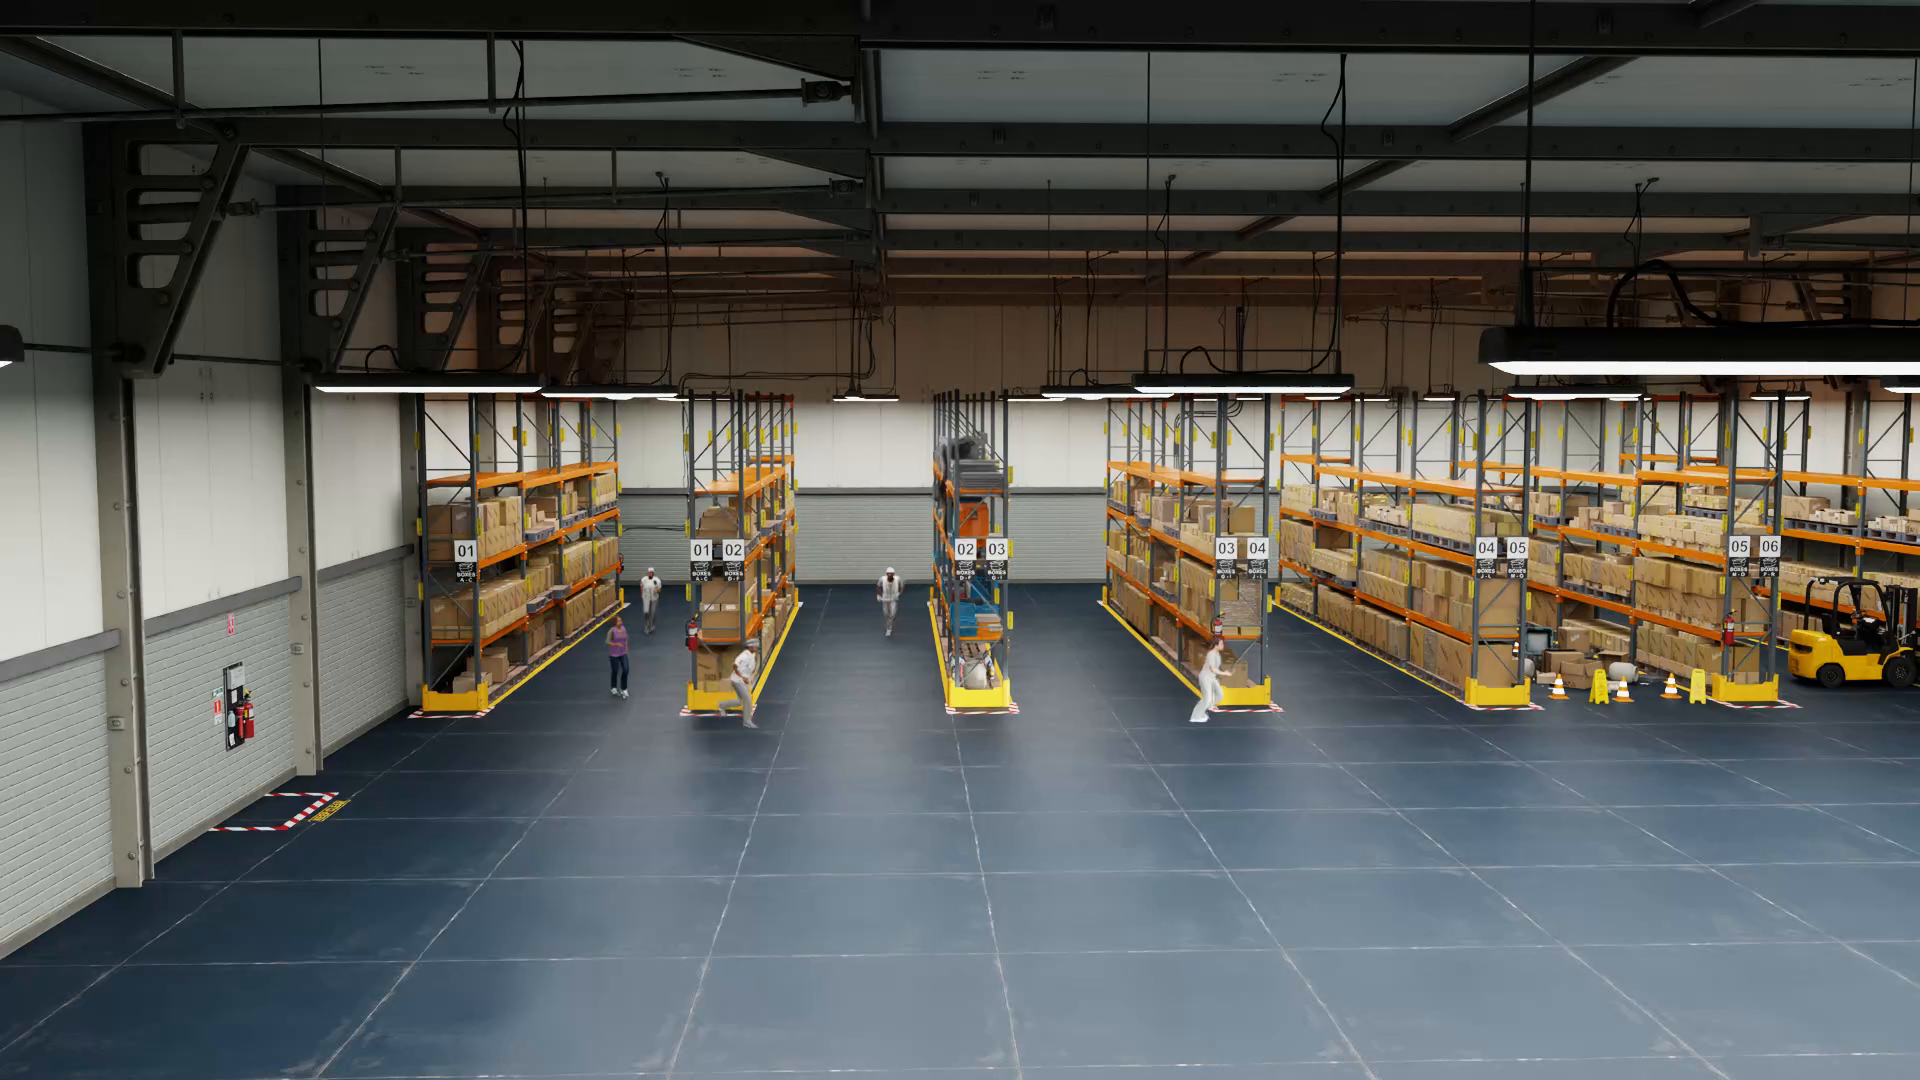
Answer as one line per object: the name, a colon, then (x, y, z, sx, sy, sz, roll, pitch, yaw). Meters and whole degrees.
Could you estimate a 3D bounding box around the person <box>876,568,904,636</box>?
person: (-1.735, 1.516, 41.392, 0.682, 1.709, 0.812, 0, 5, -6)

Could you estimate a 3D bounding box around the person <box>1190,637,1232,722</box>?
person: (4.518, 2.509, 29.870, 0.756, 1.562, 0.557, 2, 5, 26)

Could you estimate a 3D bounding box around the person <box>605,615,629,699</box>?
person: (-6.685, 2.279, 32.480, 0.514, 1.631, 0.708, -2, 5, -27)

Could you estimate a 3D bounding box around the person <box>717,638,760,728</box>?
person: (-3.948, 2.542, 29.520, 0.851, 1.633, 0.573, 2, 5, 23)

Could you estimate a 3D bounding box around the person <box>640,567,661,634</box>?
person: (-7.750, 1.519, 41.694, 0.520, 1.684, 0.797, -1, 5, -12)
